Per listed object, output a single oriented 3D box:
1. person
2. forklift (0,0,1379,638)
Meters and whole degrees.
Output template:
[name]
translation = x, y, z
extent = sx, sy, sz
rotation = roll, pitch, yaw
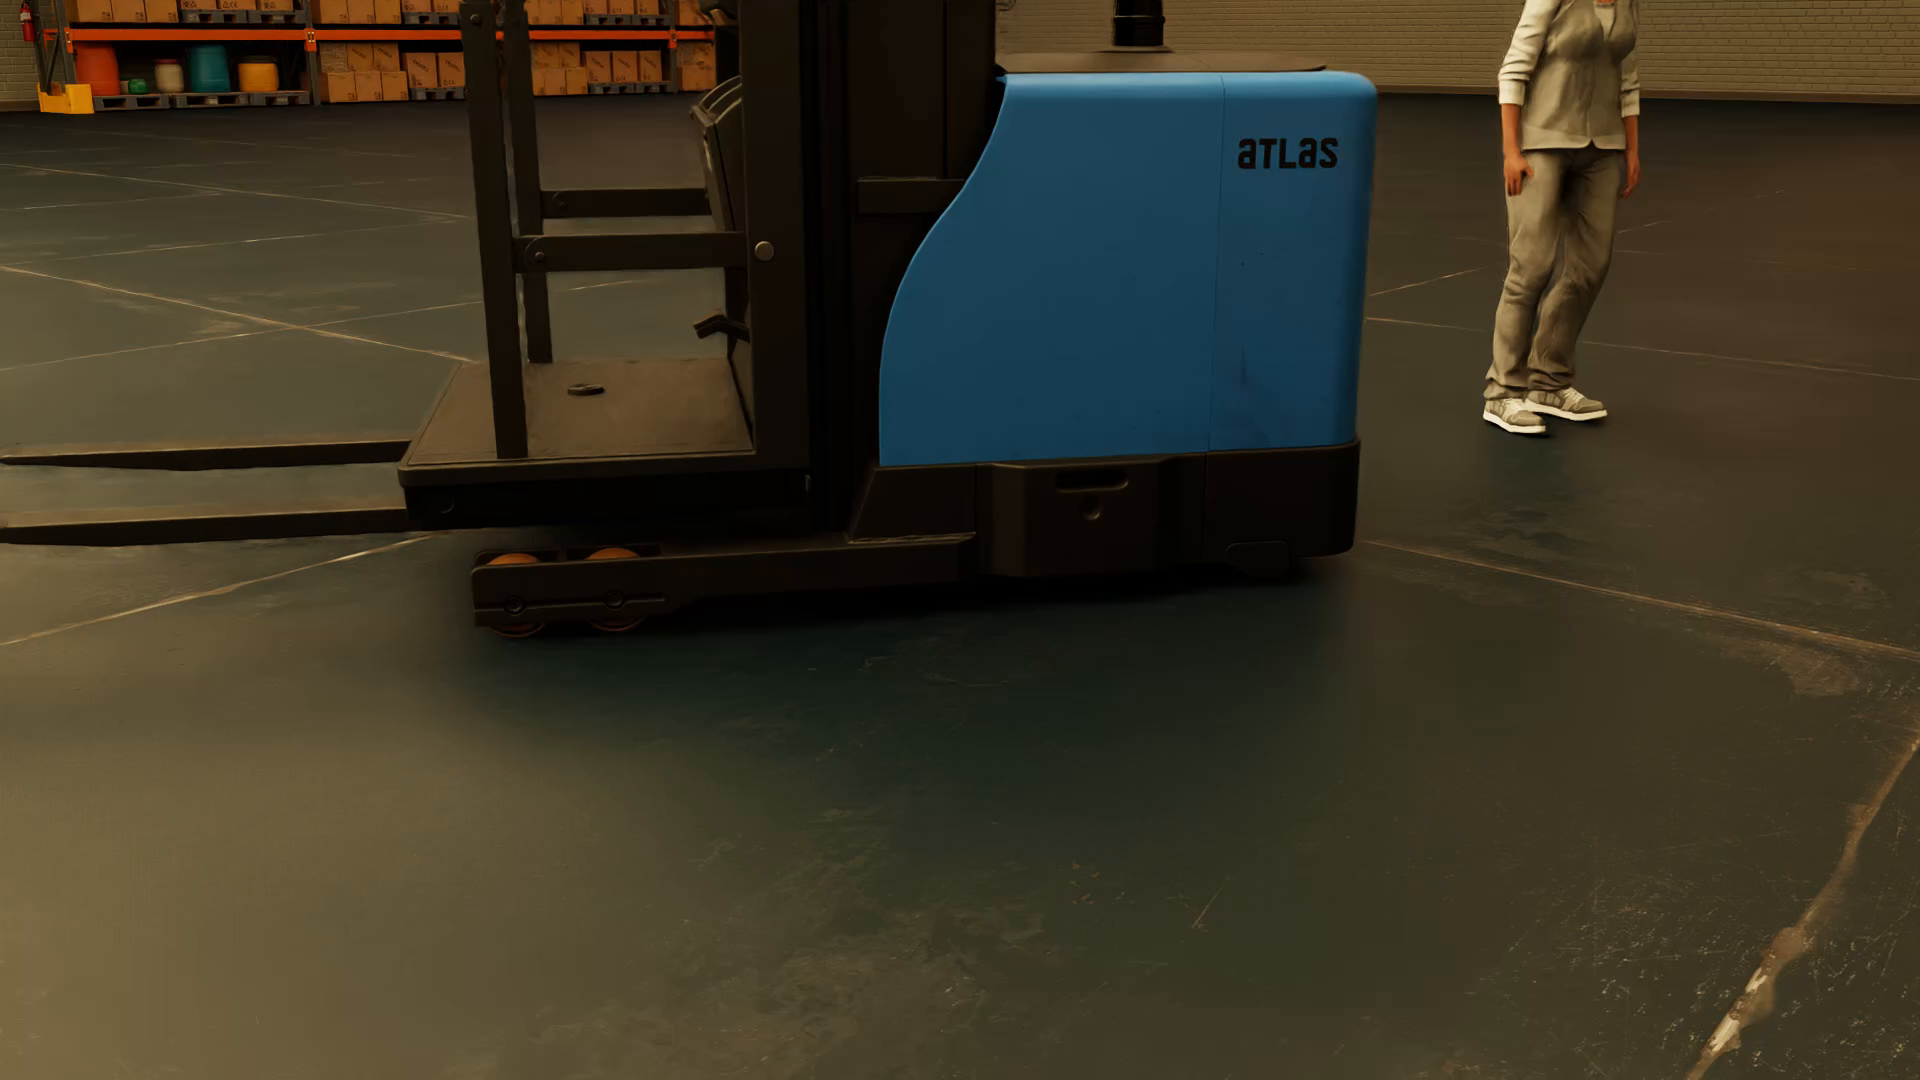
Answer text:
[person]
translation = 1.819, -1.124, 4.919
extent = 0.473, 1.587, 0.388
rotation = -5, 18, -17
[forklift]
translation = -0.698, -1.374, 3.422
extent = 3.031, 2.935, 1.130
rotation = -3, 17, -10
